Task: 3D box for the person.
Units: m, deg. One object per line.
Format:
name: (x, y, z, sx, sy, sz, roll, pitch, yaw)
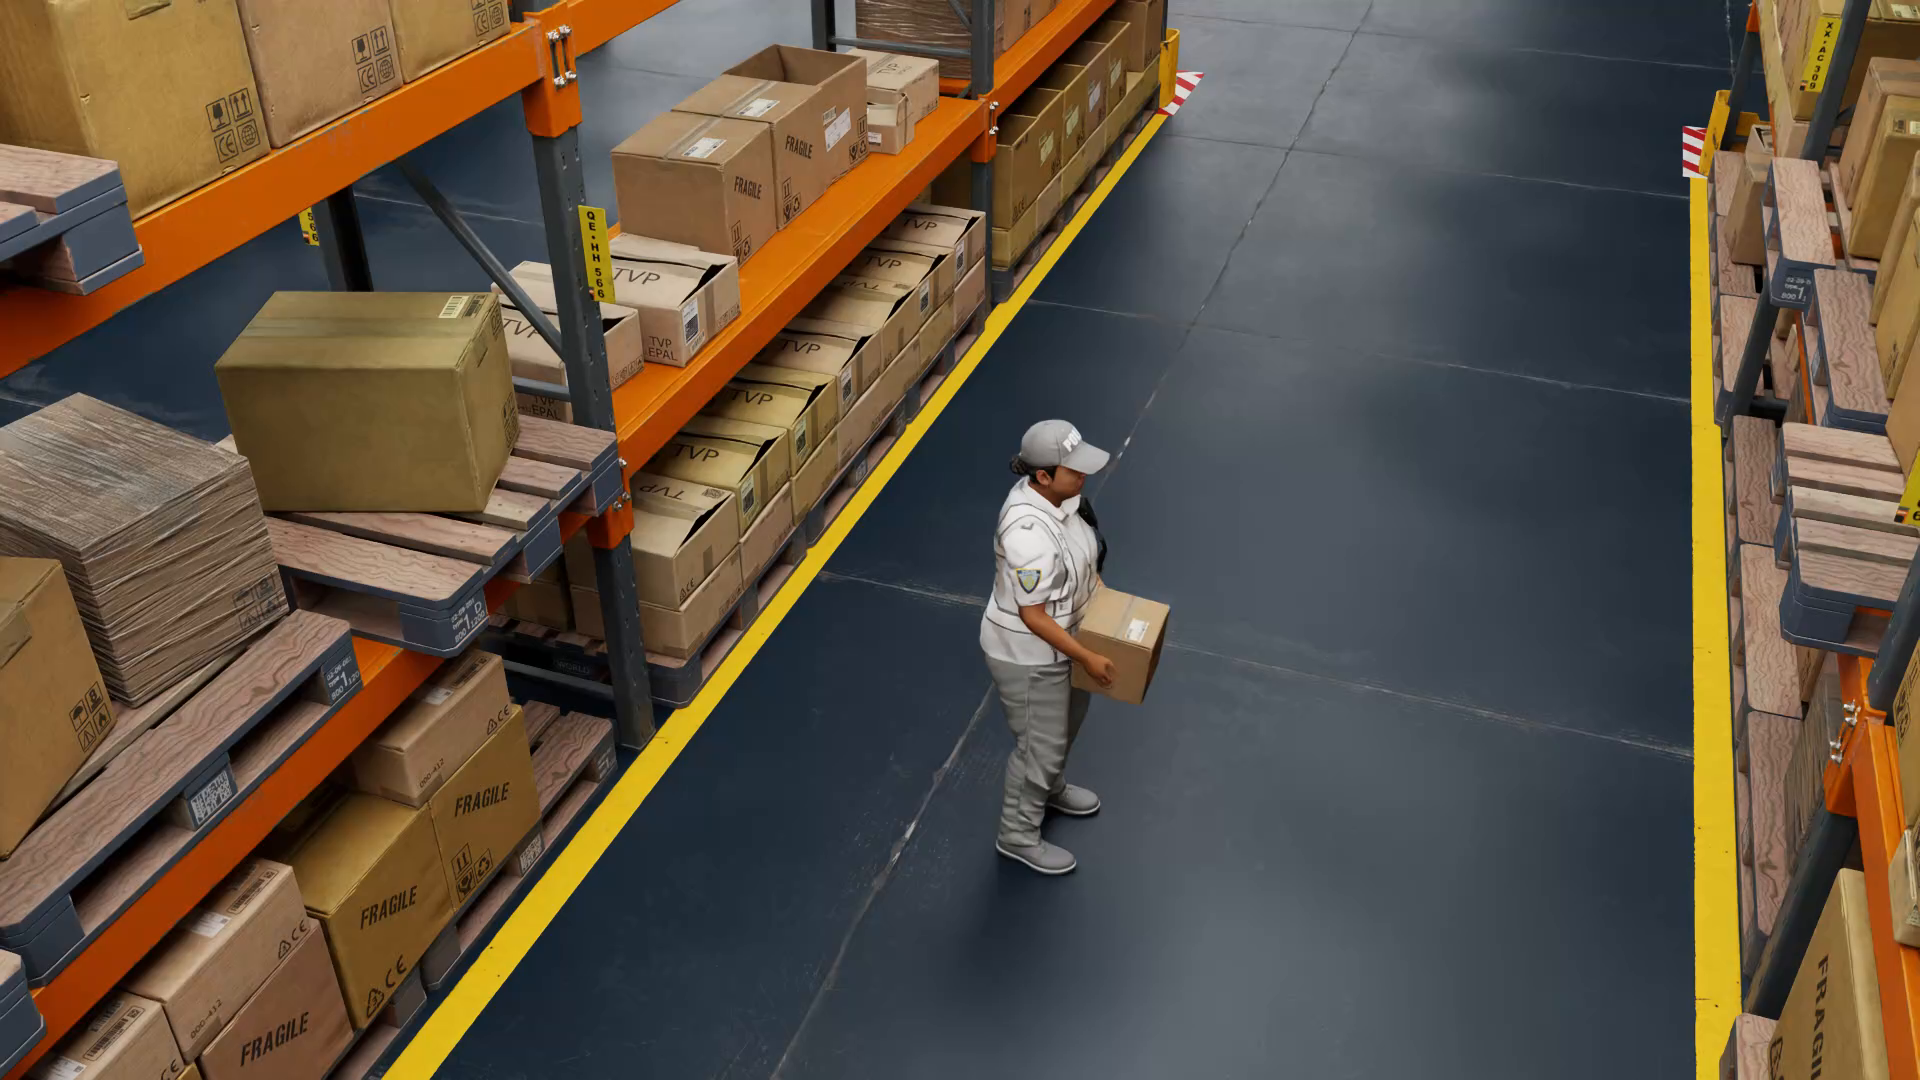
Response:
person: (0.326, 0.346, 5.606, 0.490, 1.671, 0.493, 11, 35, 16)
